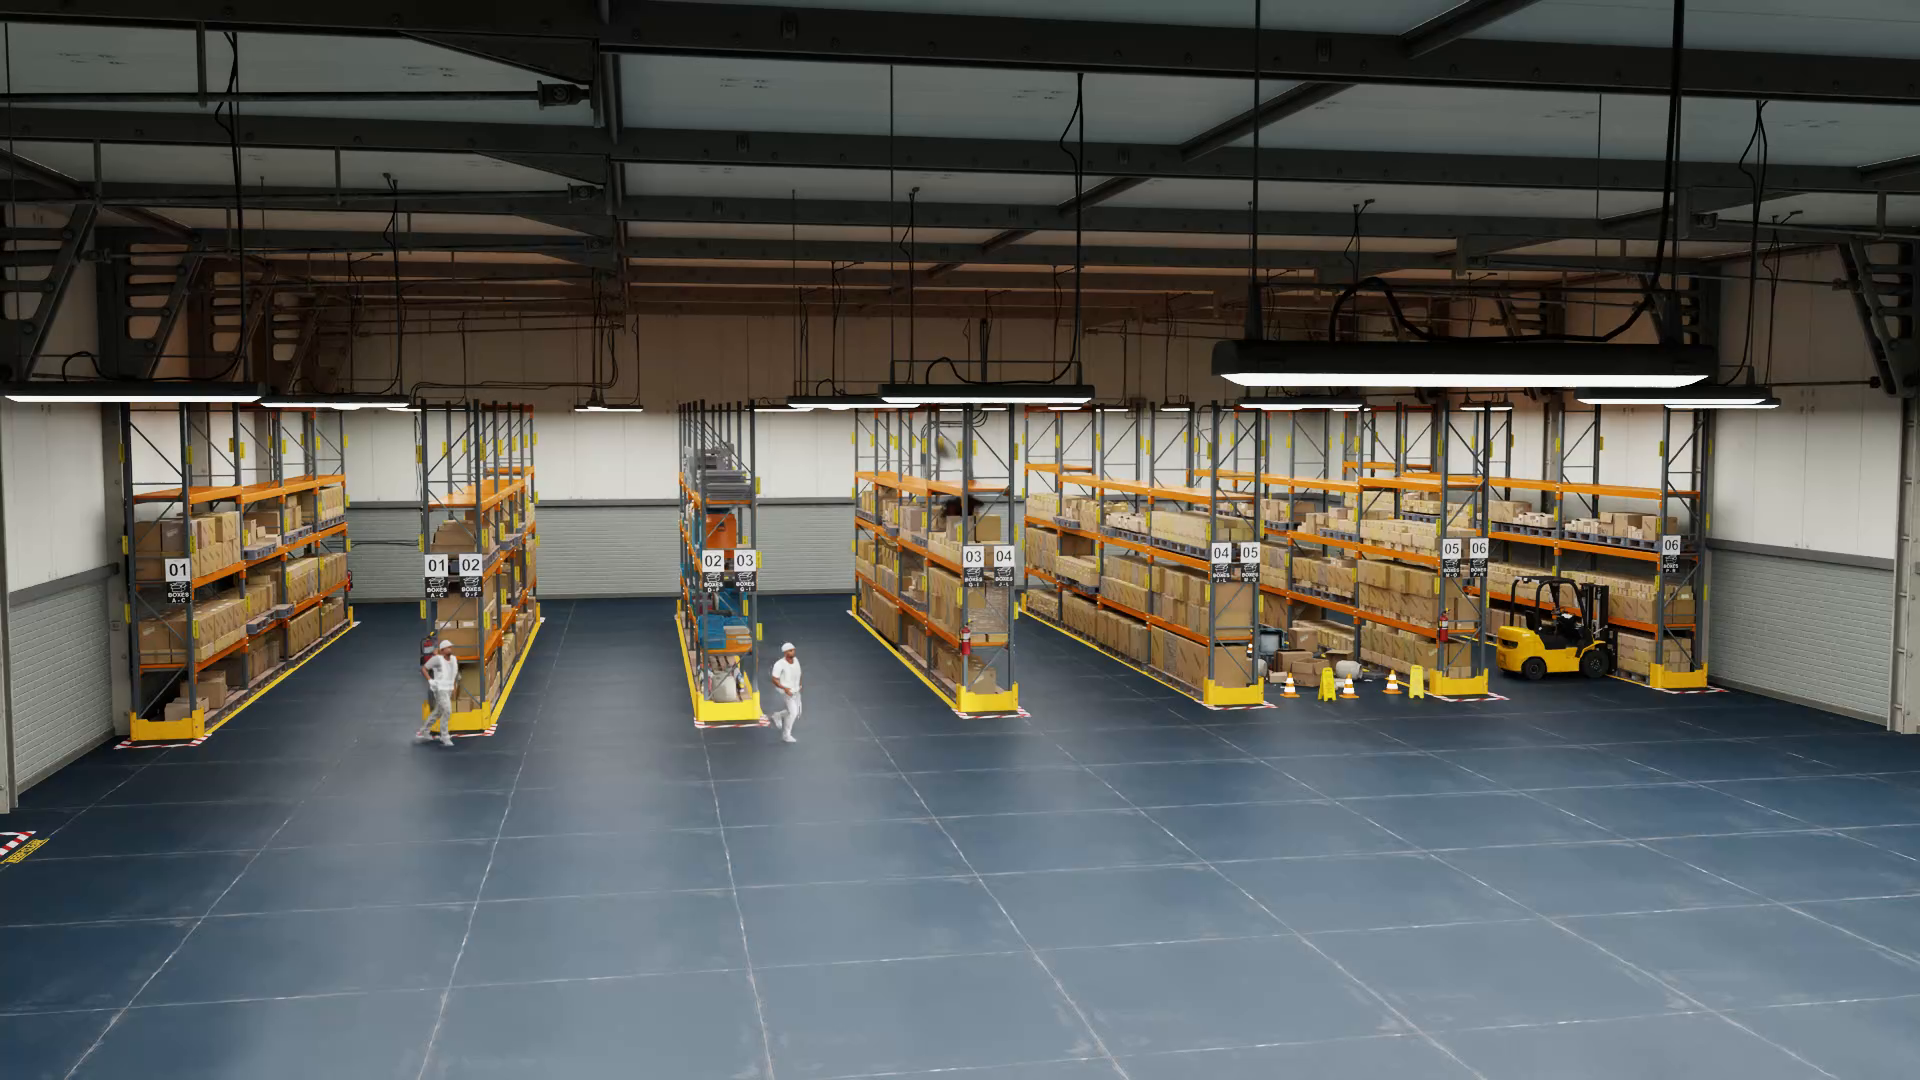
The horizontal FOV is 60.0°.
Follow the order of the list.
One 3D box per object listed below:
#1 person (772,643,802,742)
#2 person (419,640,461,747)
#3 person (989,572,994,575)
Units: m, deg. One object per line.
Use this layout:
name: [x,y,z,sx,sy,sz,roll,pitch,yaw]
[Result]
person: [-3.060,2.664,29.269,0.654,1.743,0.705,3,5,36]
person: [-9.054,2.649,29.028,0.777,1.835,0.676,1,5,17]
person: [0.879,1.229,48.776,0.725,1.687,0.618,-4,6,-43]
